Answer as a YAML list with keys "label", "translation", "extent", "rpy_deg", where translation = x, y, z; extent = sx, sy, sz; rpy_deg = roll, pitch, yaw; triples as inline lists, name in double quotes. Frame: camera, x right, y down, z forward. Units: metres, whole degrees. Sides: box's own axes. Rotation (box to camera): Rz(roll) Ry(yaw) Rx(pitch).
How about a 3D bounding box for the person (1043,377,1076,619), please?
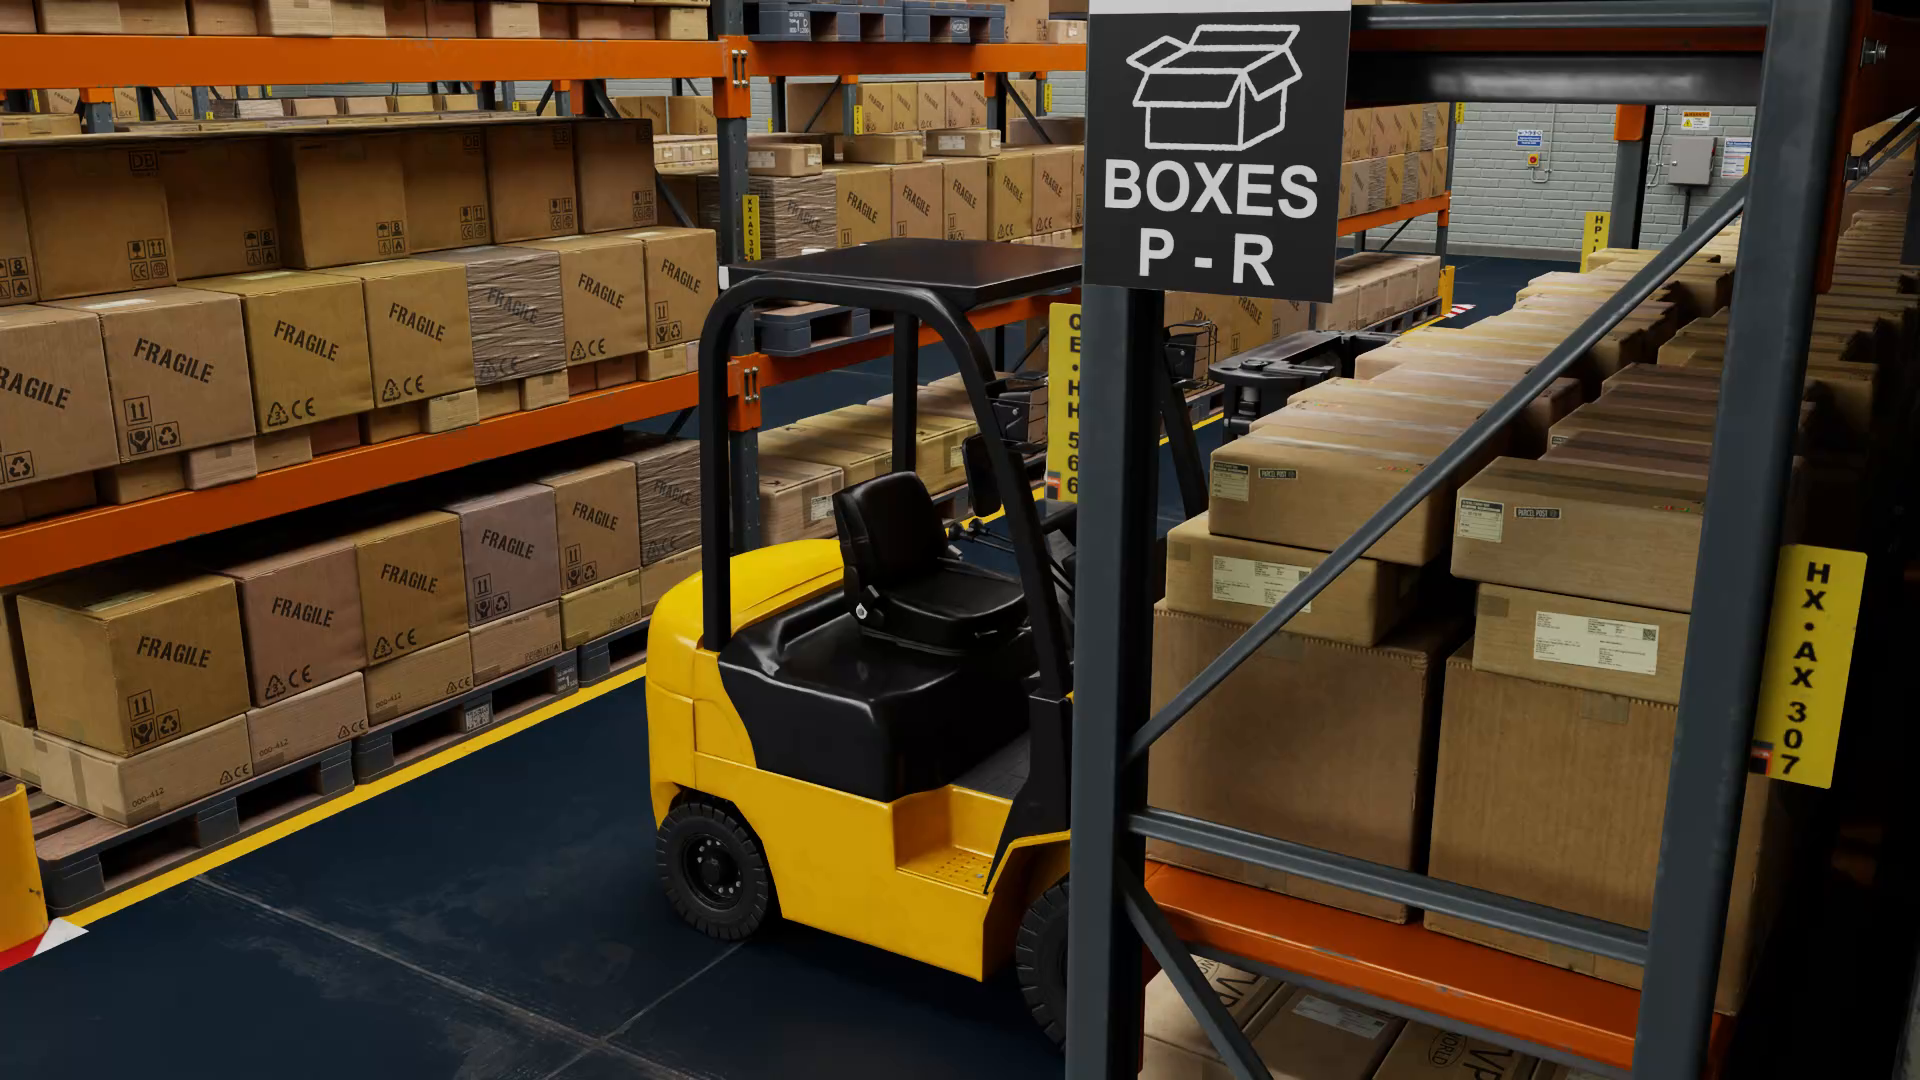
- label: "person"
  translation: [0.632, -0.251, 7.559]
  extent: [0.488, 1.598, 0.447]
  rpy_deg: [12, 20, 35]
